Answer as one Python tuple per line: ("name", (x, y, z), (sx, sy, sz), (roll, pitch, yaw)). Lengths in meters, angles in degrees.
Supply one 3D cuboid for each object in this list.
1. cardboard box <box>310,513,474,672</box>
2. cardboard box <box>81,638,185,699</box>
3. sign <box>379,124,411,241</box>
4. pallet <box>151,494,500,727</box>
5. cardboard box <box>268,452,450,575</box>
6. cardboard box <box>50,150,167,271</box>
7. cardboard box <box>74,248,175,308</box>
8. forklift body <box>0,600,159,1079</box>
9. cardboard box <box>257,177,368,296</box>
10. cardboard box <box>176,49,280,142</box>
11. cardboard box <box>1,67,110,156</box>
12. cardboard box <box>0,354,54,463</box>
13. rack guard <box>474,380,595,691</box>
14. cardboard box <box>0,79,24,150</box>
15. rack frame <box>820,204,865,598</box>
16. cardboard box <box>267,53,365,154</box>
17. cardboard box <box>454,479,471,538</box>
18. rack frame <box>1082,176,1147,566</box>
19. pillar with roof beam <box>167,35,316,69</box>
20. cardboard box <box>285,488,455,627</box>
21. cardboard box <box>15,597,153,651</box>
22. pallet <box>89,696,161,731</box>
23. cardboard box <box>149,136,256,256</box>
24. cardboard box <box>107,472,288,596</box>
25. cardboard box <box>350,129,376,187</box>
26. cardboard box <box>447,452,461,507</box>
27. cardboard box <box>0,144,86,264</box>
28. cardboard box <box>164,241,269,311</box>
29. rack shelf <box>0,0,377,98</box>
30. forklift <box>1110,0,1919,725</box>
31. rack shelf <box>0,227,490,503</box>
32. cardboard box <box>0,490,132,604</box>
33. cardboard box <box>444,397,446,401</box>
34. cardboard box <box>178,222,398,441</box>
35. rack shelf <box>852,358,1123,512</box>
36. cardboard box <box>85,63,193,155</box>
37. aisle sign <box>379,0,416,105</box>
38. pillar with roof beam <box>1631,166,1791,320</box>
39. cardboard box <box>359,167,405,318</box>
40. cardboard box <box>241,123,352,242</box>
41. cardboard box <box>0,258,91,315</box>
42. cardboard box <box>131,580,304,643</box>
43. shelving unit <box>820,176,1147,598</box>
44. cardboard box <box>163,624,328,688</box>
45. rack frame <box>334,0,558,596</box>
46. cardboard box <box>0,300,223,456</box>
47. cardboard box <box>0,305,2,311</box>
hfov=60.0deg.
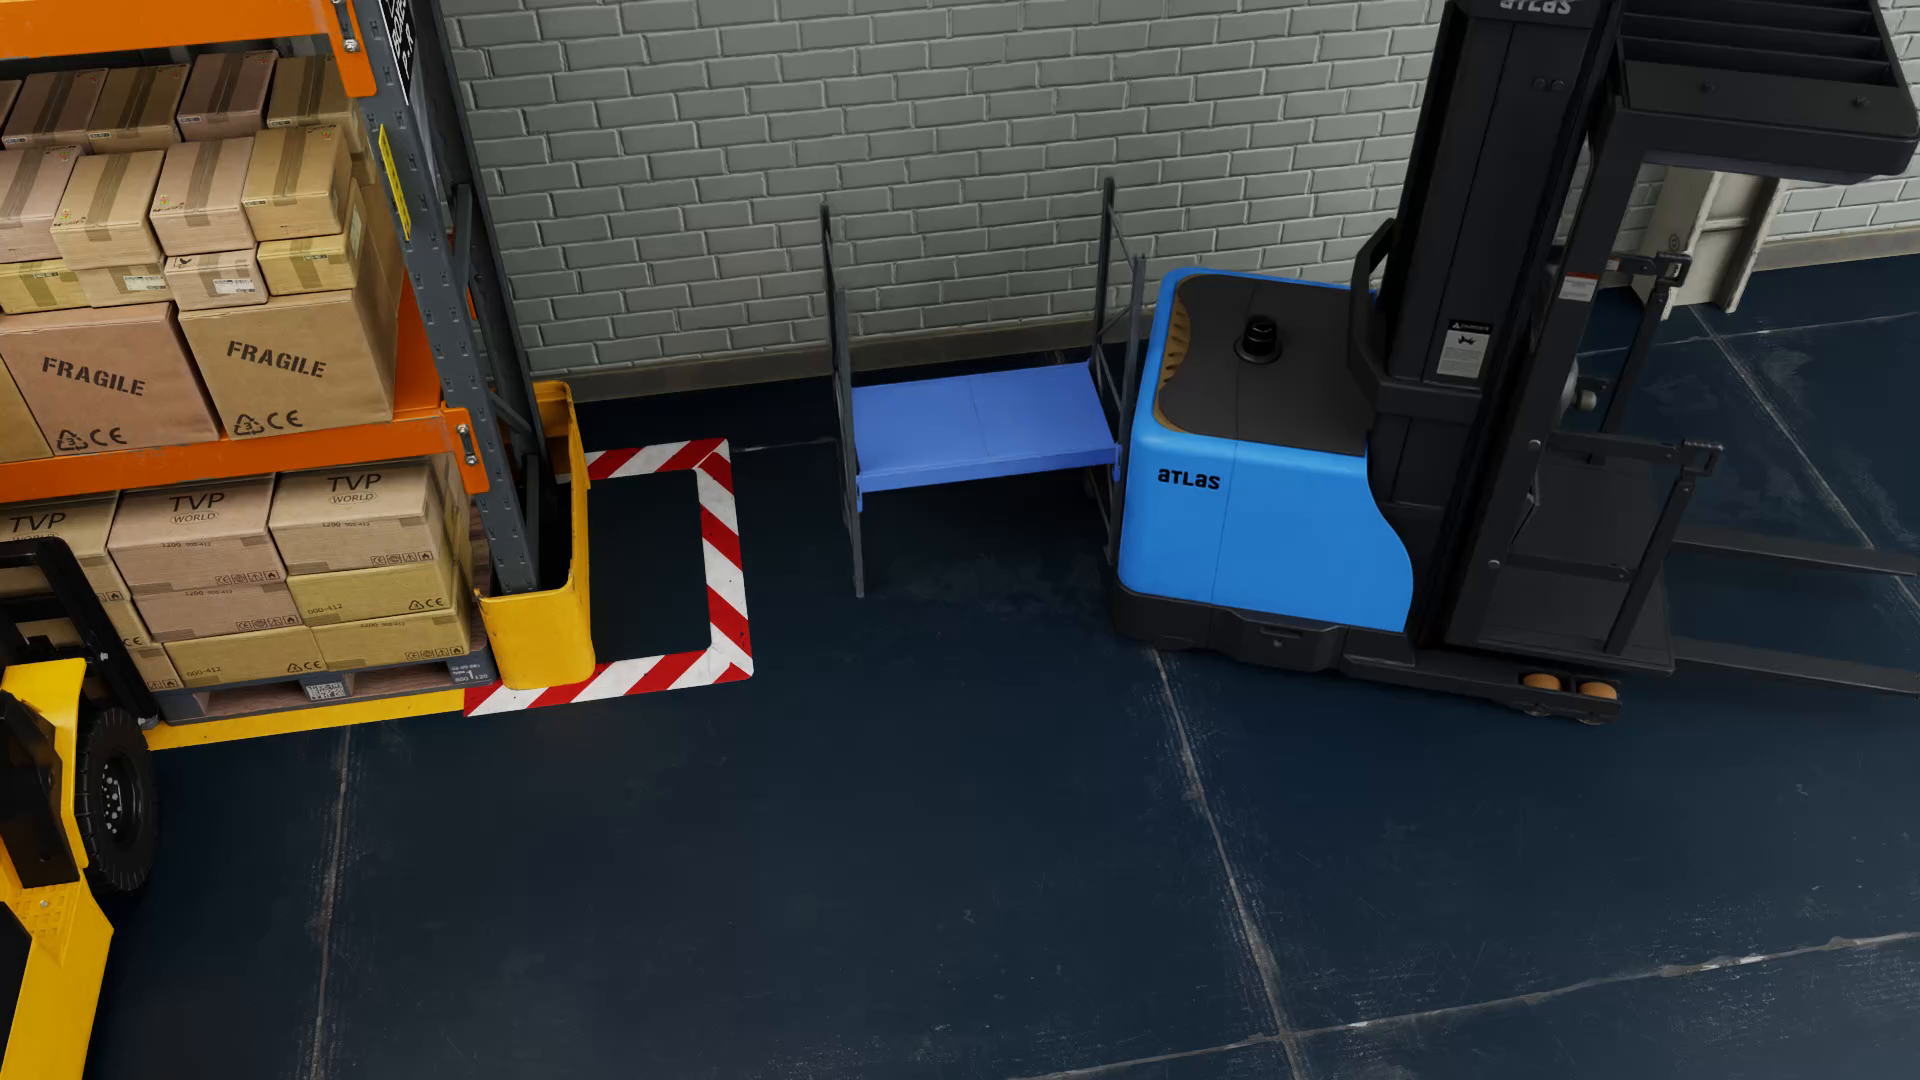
("cardboard box", (-2.071, 0.187, 6.105), (0.500, 0.250, 0.500), (-7, 46, -7))
("cardboard box", (-3.057, 0.296, 6.000), (0.500, 0.250, 0.500), (-7, 46, -6))
("sign", (-1.583, -1.001, 4.663), (0.005, 0.325, 0.100), (-7, 46, -7))
("pallet", (-2.409, 0.187, 6.423), (1.213, 0.211, 1.003), (-7, 46, -7))
("cardboard box", (-2.063, -0.164, 5.749), (0.500, 0.250, 0.500), (-6, 46, -5))
("cardboard box", (-2.470, -0.969, 4.875), (0.250, 0.149, 0.380), (-6, 46, -6))
("cardboard box", (-2.469, -0.881, 4.996), (0.250, 0.149, 0.380), (-6, 46, -6))
("forklift body", (-3.220, 0.918, 4.372), (1.214, 2.155, 2.313), (-7, 46, -7))
("cardboard box", (-1.956, -0.922, 5.036), (0.250, 0.149, 0.380), (-6, 46, -6))
("cardboard box", (-2.302, -1.389, 5.279), (0.250, 0.149, 0.380), (-6, 46, -5))
("cardboard box", (-2.797, -1.306, 5.199), (0.250, 0.149, 0.380), (-7, 46, -7))
("cardboard box", (-3.120, -0.571, 5.148), (0.500, 0.500, 0.500), (-8, 47, -8))
("rack guard", (-1.638, -0.039, 6.441), (0.348, 0.500, 1.175), (-7, 46, -7))
("cardboard box", (-3.053, -1.256, 5.151), (0.250, 0.149, 0.380), (-6, 46, -6))
("rack frame", (-0.433, -0.472, 6.163), (0.032, 1.500, 0.500), (-7, 46, -7))
("cardboard box", (-2.030, -1.377, 5.267), (0.250, 0.149, 0.380), (-8, 47, -8))
("cardboard box", (-2.179, -0.174, 6.452), (0.500, 0.250, 0.500), (-7, 46, -7))
("rack frame", (0.570, -0.595, 6.282), (0.032, 1.500, 0.500), (-7, 46, -7))
("pillar with roof beam", (-1.768, -0.484, 0.968), (0.400, 9.000, 9.100), (-7, 46, -7))
("cardboard box", (-2.088, 0.013, 5.925), (0.500, 0.250, 0.500), (-8, 47, -7))
("cardboard box", (-3.090, 0.145, 5.798), (0.500, 0.250, 0.500), (-8, 47, -8))
("pallet", (-3.608, 0.335, 6.281), (1.213, 0.211, 1.003), (-7, 46, -7))
("cardboard box", (-2.217, -1.021, 4.924), (0.250, 0.149, 0.380), (-7, 46, -7))
("cardboard box", (-2.565, -0.097, 5.684), (0.500, 0.250, 0.500), (-6, 46, -6))
("cardboard box", (-2.041, -1.306, 5.405), (0.250, 0.149, 0.380), (-8, 47, -8))
("cardboard box", (-2.161, -0.358, 6.283), (0.500, 0.250, 0.500), (-6, 46, -6))
("cardboard box", (-2.728, -0.992, 4.896), (0.250, 0.149, 0.380), (-7, 46, -7))
("cardboard box", (-2.203, -0.870, 4.985), (0.250, 0.149, 0.380), (-6, 46, -6))
("rack shelf", (-3.633, -1.449, 4.480), (4.000, 0.370, 1.077), (-7, 46, -7))
("forklift", (2.143, -0.761, 5.448), (3.031, 2.935, 1.130), (8, 47, 8))
("rack shelf", (-3.633, -0.408, 5.560), (4.000, 0.370, 1.077), (-7, 46, -7))
("cardboard box", (-3.060, -0.028, 5.618), (0.500, 0.250, 0.500), (-7, 46, -6))
("cardboard box", (-2.168, -0.518, 6.089), (0.500, 0.250, 0.500), (-8, 47, -7))
("cardboard box", (-2.102, -0.692, 5.264), (0.500, 0.500, 0.500), (-8, 47, -8))
("rack shelf", (0.068, -0.409, 6.352), (1.000, 0.185, 0.538), (-7, 46, -7))
("cardboard box", (-2.551, -1.326, 5.218), (0.250, 0.149, 0.380), (-6, 46, -6))
("aisle sign", (-1.547, -1.605, 4.408), (0.004, 0.787, 0.394), (-7, 46, -7))
("pillar with roof beam", (4.144, -1.221, 1.678), (0.400, 9.000, 9.100), (-7, 46, -7))
("cardboard box", (-2.198, -1.075, 5.633), (0.500, 0.500, 0.500), (-6, 46, -5))
("cardboard box", (-1.979, -1.073, 4.975), (0.250, 0.149, 0.380), (-7, 46, -7))
("cardboard box", (-2.715, -0.859, 4.975), (0.250, 0.149, 0.380), (-7, 47, -7))
("cardboard box", (-2.584, 0.067, 5.873), (0.500, 0.250, 0.500), (-8, 47, -7))
("shelving unit", (0.068, -0.533, 6.223), (1.048, 1.500, 0.538), (-7, 46, -7))
("cardboard box", (-2.563, 0.241, 6.053), (0.500, 0.250, 0.500), (-7, 46, -7))
("rack frame", (-1.662, -0.904, 5.538), (0.127, 3.000, 1.000), (-7, 46, -7))
("cardboard box", (-2.615, -0.634, 5.209), (0.500, 0.500, 0.500), (-6, 46, -6))
("cardboard box", (-2.970, -0.792, 4.911), (0.250, 0.149, 0.380), (-8, 47, -8))
